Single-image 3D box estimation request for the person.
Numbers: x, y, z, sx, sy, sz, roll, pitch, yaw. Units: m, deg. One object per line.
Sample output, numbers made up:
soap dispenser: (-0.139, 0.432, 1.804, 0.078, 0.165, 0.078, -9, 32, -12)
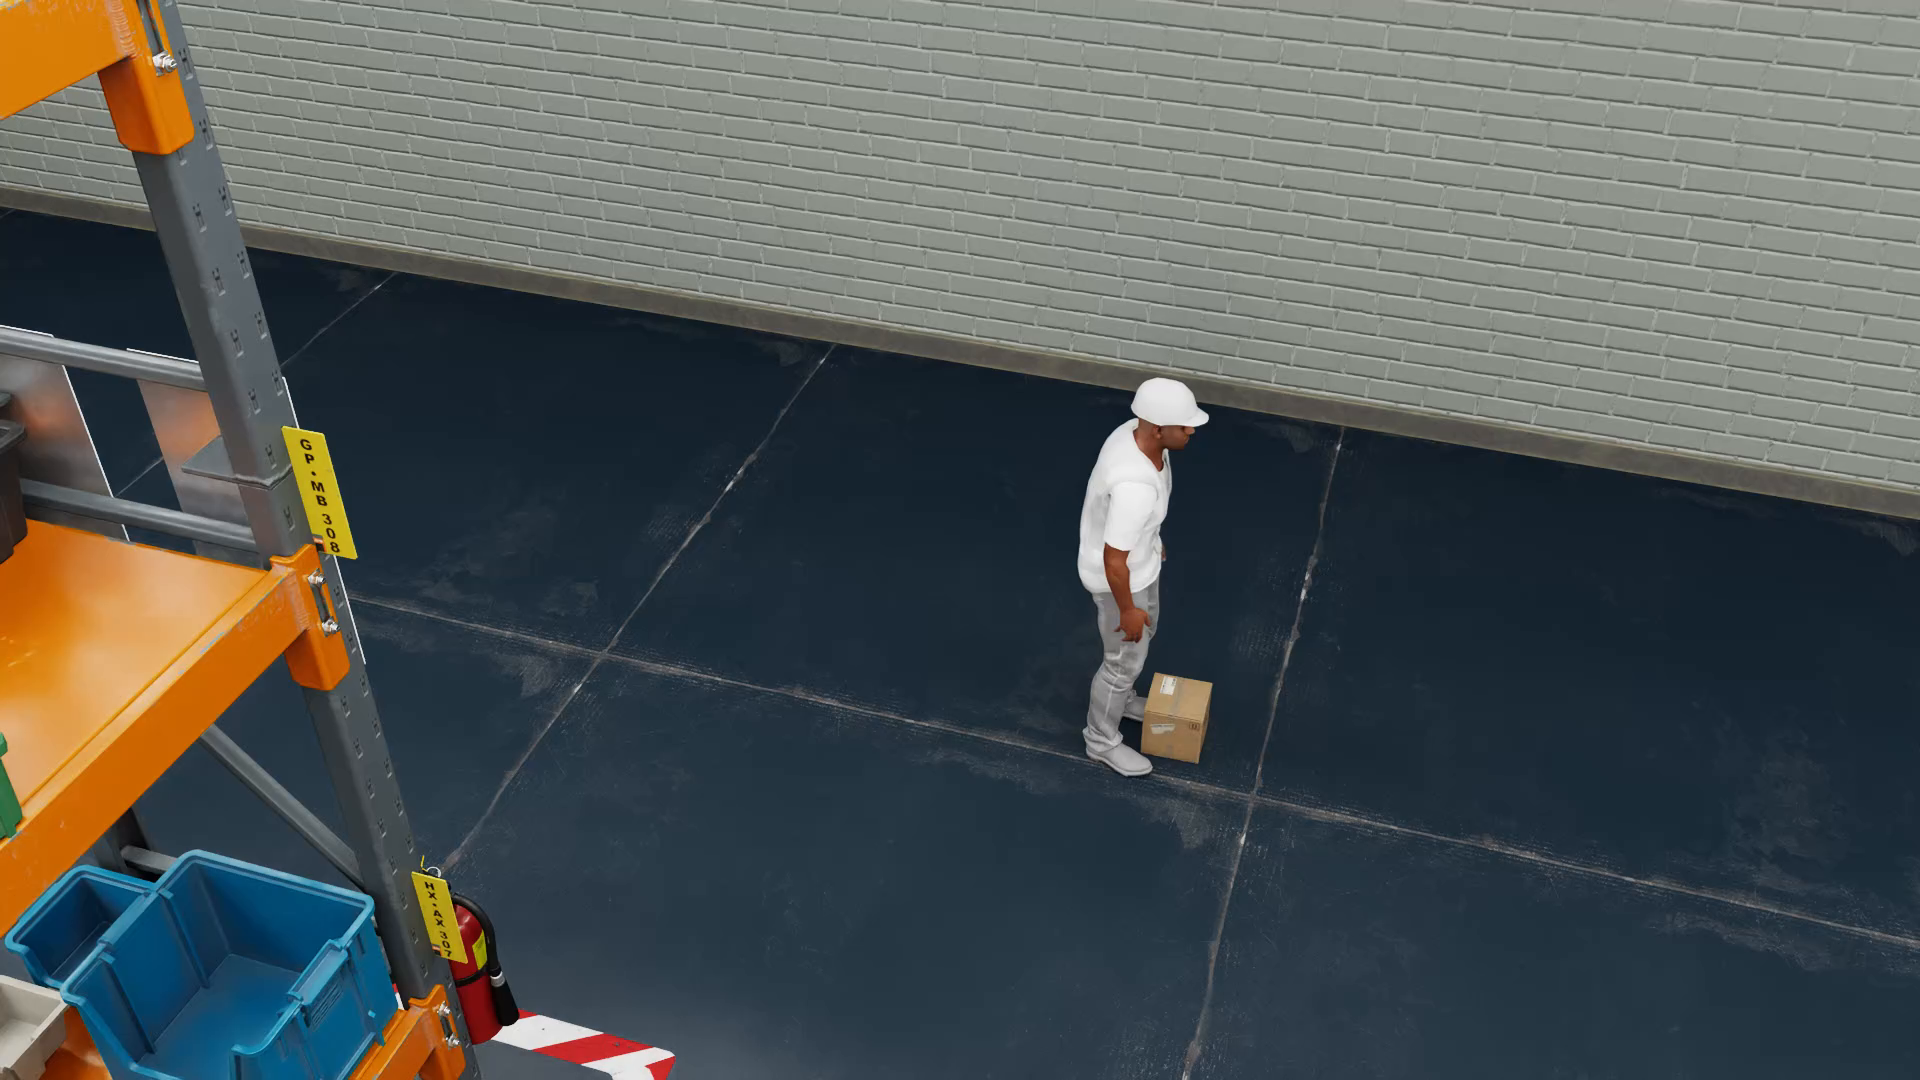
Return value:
person: (0.708, 0.117, 6.720, 0.454, 1.761, 0.636, 9, 38, 12)
